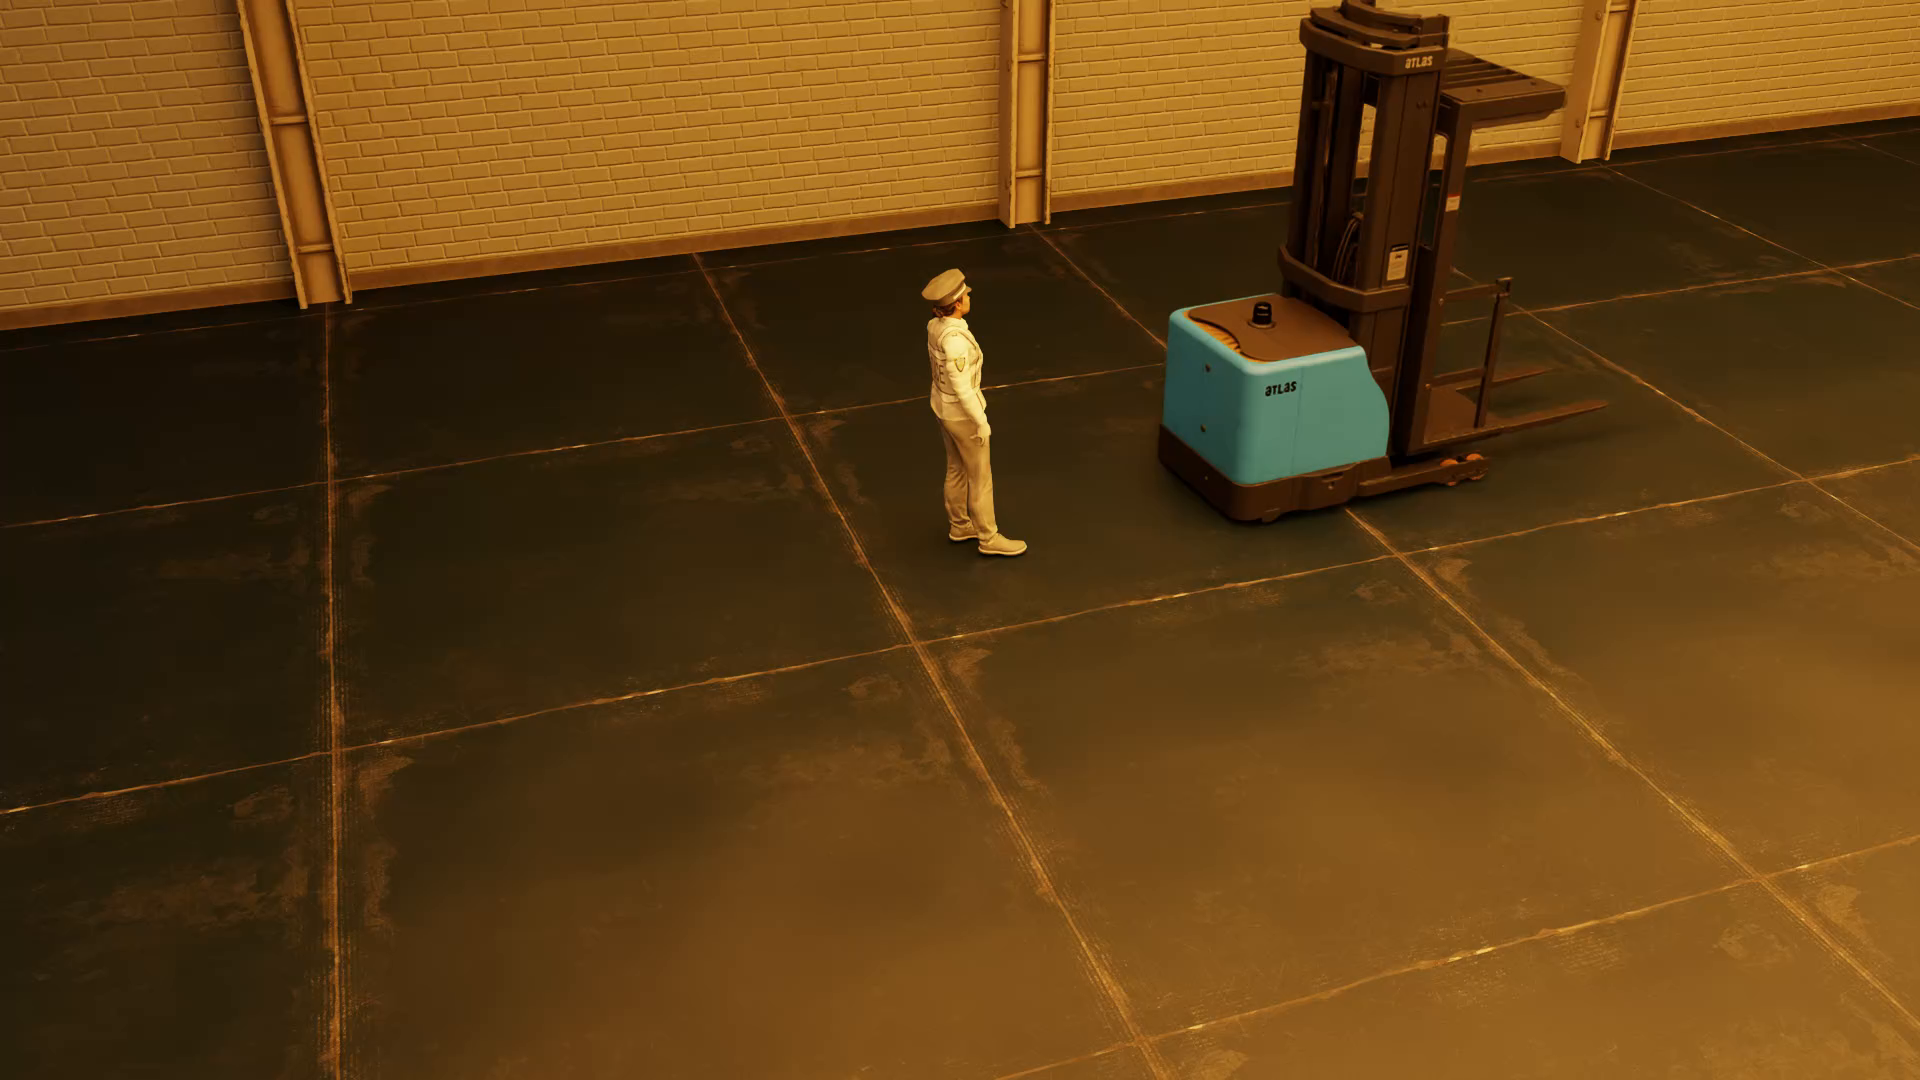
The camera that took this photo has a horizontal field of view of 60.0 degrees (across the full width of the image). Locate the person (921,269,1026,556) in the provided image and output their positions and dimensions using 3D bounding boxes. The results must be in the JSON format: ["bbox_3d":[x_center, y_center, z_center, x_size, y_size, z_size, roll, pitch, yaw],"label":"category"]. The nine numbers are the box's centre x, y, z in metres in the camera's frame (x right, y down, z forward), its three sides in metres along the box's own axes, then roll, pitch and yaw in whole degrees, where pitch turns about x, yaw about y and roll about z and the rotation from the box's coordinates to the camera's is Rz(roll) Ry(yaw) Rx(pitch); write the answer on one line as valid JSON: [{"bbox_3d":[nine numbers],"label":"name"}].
[{"bbox_3d":[0.065,-0.748,9.613,0.533,1.696,0.588,-10,31,-16],"label":"person"}]

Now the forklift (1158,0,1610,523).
[{"bbox_3d":[2.853,-1.848,10.298,3.031,2.935,1.130,-12,32,-20],"label":"forklift"}]
